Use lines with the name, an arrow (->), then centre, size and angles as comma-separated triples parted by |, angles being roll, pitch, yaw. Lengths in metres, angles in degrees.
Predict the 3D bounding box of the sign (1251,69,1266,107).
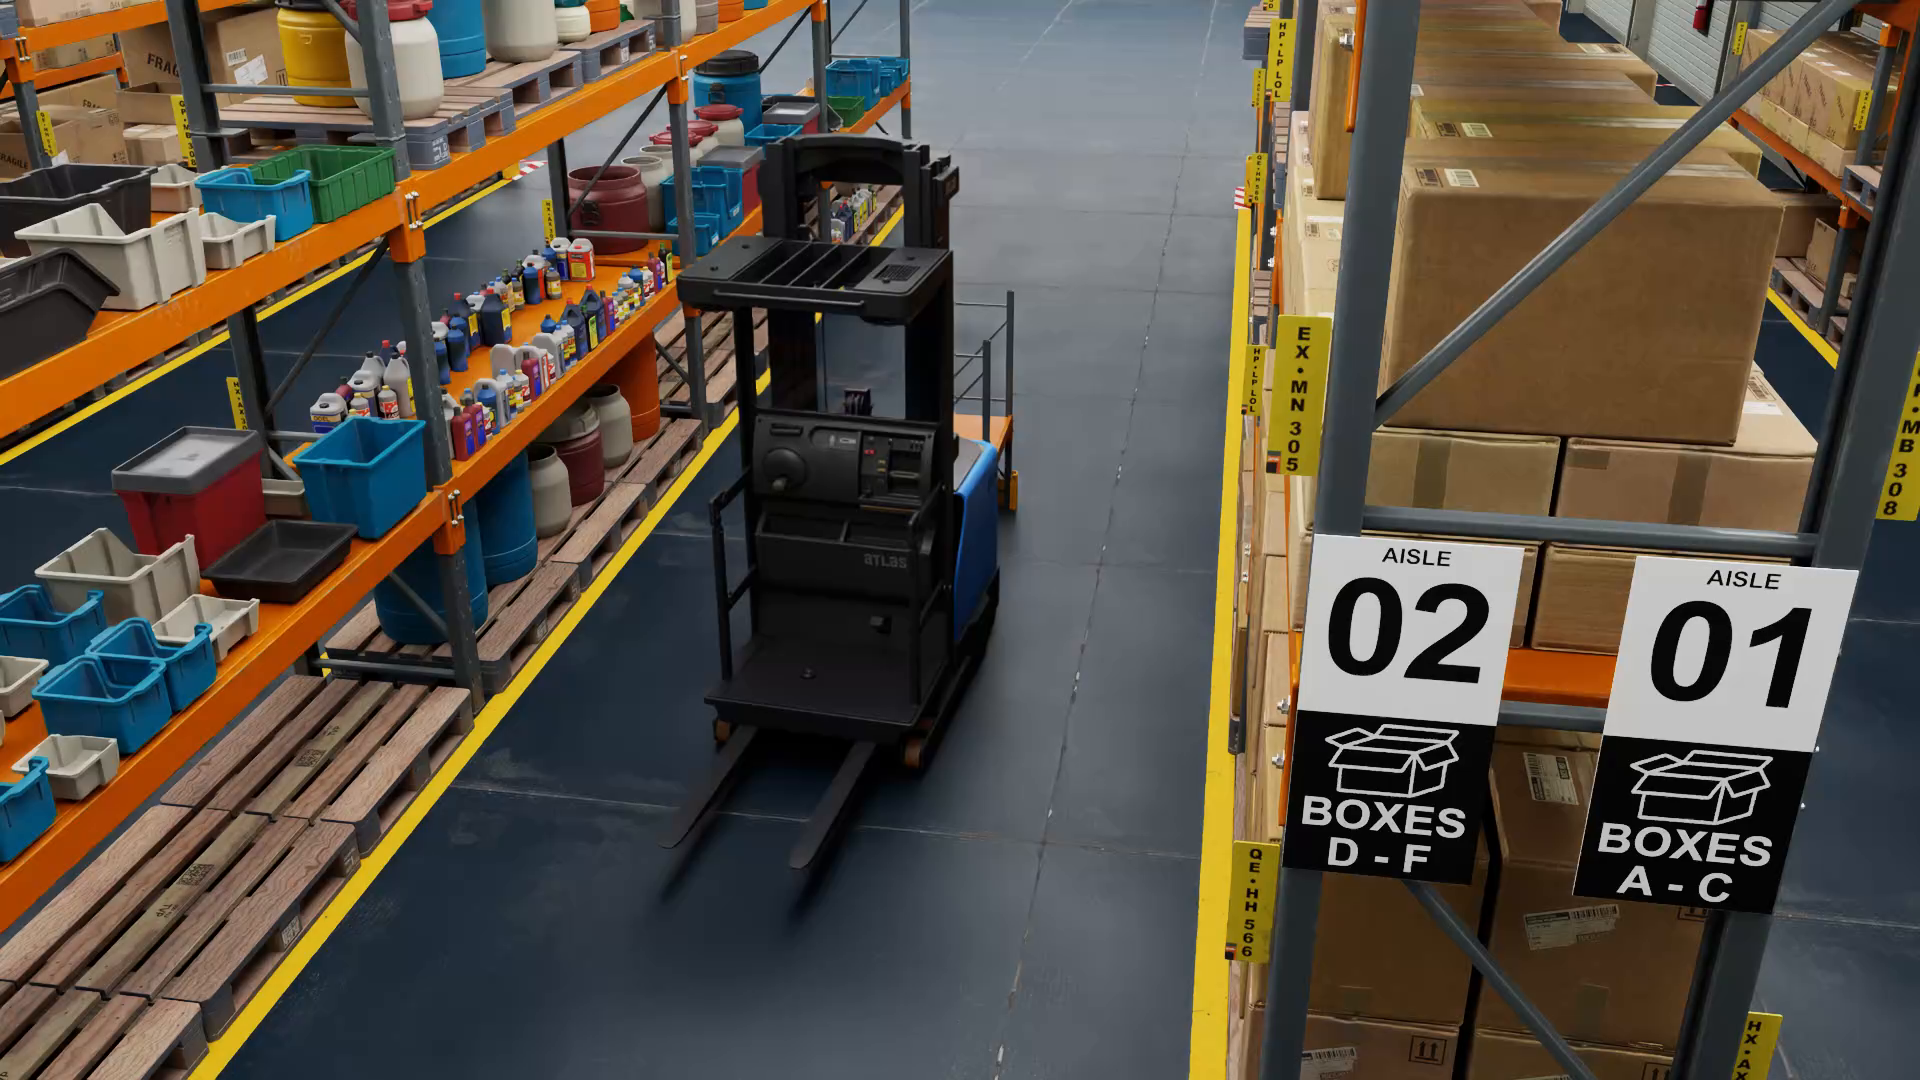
sign -> 2.612, -3.955, 14.546 | 0.100, 0.325, 0.005 | 4, 25, 9

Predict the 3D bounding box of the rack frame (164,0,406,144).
rack frame -> -3.034, -3.205, 6.983 | 1.000, 3.000, 0.127 | 4, 25, 9

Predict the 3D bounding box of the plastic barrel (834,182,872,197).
plastic barrel -> -1.187, -4.080, 18.368 | 0.421, 0.512, 0.421 | 0, 25, 0

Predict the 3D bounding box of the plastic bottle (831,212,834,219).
plastic bottle -> -1.327, -3.152, 16.552 | 0.144, 0.351, 0.185 | 4, 25, 9

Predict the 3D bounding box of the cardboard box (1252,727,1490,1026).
cardboard box -> 1.000, 0.826, 4.149 | 0.500, 0.500, 0.500 | 4, 25, 8

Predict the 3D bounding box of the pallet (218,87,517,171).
pallet -> -3.002, -2.096, 8.373 | 1.213, 0.211, 1.003 | 4, 25, 9

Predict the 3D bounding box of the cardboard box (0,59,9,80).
cardboard box -> -11.181, -5.464, 18.708 | 0.875, 0.550, 0.500 | 4, 25, 9

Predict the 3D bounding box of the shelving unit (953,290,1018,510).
shelving unit -> 0.012, -0.711, 10.500 | 0.587, 1.500, 1.083 | 4, 25, 9

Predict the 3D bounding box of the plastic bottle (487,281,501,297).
plastic bottle -> -2.967, -1.511, 10.592 | 0.097, 0.271, 0.097 | 0, 25, 0

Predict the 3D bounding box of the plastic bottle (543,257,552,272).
plastic bottle -> -2.832, -1.825, 11.345 | 0.097, 0.201, 0.097 | 0, 25, 0

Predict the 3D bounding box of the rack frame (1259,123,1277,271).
rack frame -> 2.506, -1.816, 11.092 | 1.000, 3.000, 0.127 | 4, 25, 9

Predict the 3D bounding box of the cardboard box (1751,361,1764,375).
cardboard box -> 1.628, -0.393, 4.100 | 0.500, 0.250, 0.500 | 4, 25, 9

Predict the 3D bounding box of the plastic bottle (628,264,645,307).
plastic bottle -> -2.132, -1.679, 10.951 | 0.097, 0.271, 0.097 | 0, 25, 0

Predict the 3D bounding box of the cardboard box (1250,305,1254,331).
cardboard box -> 2.512, -1.680, 12.887 | 0.500, 0.311, 0.500 | 4, 25, 8

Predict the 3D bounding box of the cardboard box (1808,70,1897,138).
cardboard box -> 7.896, -3.857, 14.720 | 0.500, 0.500, 0.500 | 4, 25, 8

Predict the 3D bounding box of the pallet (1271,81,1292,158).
pallet -> 2.195, -2.119, 8.421 | 1.213, 0.211, 1.003 | 4, 25, 9

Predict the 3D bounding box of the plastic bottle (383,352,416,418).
plastic bottle -> -3.064, -0.863, 9.113 | 0.144, 0.351, 0.185 | 4, 25, 9

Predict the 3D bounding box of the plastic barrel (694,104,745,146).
plastic barrel -> -2.099, -3.511, 14.551 | 0.433, 0.535, 0.433 | 0, 25, 0

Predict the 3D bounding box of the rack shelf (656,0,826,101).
rack shelf -> -2.053, -4.030, 13.132 | 1.077, 0.370, 4.000 | 4, 25, 9

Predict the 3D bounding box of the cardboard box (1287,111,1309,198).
cardboard box -> 1.528, -1.474, 6.410 | 0.500, 0.250, 0.500 | 4, 25, 9

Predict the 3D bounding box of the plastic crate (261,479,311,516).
plastic crate -> -3.251, -0.211, 7.903 | 0.396, 0.136, 0.243 | 4, 25, 9

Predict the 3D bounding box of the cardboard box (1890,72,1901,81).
cardboard box -> 8.419, -3.826, 14.655 | 0.500, 0.500, 0.500 | 4, 25, 8

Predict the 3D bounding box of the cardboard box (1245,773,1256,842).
cardboard box -> 1.172, 0.853, 5.272 | 0.500, 0.500, 0.500 | 4, 25, 9

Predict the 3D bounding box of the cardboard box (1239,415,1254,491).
cardboard box -> 2.070, -0.493, 10.696 | 0.500, 0.500, 0.500 | 3, 25, 7

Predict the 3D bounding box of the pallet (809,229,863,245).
pallet -> -1.576, -2.849, 16.588 | 1.003, 0.211, 1.213 | 4, 25, 9

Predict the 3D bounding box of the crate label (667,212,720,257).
crate label -> -1.941, -2.235, 12.185 | 0.303, 0.233, 0.416 | 4, 25, 9

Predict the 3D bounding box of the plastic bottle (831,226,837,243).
plastic bottle -> -1.242, -2.900, 16.107 | 0.097, 0.271, 0.097 | 0, 25, 0

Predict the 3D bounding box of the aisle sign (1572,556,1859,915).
aisle sign -> 1.477, 0.401, 3.288 | 0.394, 0.787, 0.004 | 4, 25, 9

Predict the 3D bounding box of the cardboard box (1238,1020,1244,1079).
cardboard box -> 1.229, 1.936, 5.800 | 0.500, 0.250, 0.500 | 4, 25, 9

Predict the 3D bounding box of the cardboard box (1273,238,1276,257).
cardboard box -> 2.380, -2.098, 11.990 | 0.380, 0.149, 0.250 | 4, 25, 9

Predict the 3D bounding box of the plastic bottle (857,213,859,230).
plastic bottle -> -1.085, -3.270, 16.980 | 0.097, 0.201, 0.097 | 0, 25, 0

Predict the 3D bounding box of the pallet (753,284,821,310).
pallet -> -1.816, -2.240, 15.286 | 1.003, 0.211, 1.213 | 4, 25, 9

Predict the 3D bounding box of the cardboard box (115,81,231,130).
cardboard box -> -6.805, -3.683, 14.462 | 0.797, 0.503, 0.637 | 7, 26, 14

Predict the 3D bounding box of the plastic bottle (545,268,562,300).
plastic bottle -> -2.719, -1.718, 11.117 | 0.097, 0.201, 0.097 | 0, 25, 0

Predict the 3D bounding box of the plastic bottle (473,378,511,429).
plastic bottle -> -2.523, -0.752, 8.965 | 0.152, 0.276, 0.135 | 4, 25, 9

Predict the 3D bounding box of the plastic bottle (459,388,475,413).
plastic bottle -> -2.649, -0.719, 8.982 | 0.097, 0.201, 0.097 | 0, 25, 0

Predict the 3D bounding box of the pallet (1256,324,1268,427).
pallet -> 2.193, -0.916, 9.394 | 1.003, 0.211, 1.213 | 4, 25, 9

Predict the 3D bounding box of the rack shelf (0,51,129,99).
rack shelf -> -11.163, -5.074, 18.900 | 1.077, 0.370, 4.000 | 4, 25, 9

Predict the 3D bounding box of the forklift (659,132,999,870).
forklift -> -0.632, -0.361, 8.064 | 1.130, 2.935, 3.031 | 6, 26, 13

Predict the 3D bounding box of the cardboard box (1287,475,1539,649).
cardboard box -> 1.022, 0.006, 3.838 | 0.500, 0.250, 0.500 | 4, 25, 9

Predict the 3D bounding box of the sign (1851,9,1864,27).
sign -> 9.245, -5.441, 17.098 | 0.100, 0.325, 0.005 | 4, 25, 9

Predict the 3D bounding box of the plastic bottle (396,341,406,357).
plastic bottle -> -3.146, -0.983, 9.458 | 0.152, 0.276, 0.135 | 4, 25, 9

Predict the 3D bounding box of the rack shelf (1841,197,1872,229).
rack shelf -> 7.721, -1.985, 12.302 | 1.077, 0.370, 4.000 | 4, 25, 9

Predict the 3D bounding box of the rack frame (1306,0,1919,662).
rack frame -> 1.199, -1.187, 2.672 | 1.000, 3.000, 0.127 | 4, 25, 9

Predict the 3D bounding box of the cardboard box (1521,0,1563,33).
cardboard box -> 1.811, -1.794, 6.209 | 0.700, 0.500, 0.500 | 4, 25, 9

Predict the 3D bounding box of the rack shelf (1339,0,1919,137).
rack shelf -> 1.525, -1.697, 4.612 | 1.077, 0.370, 4.000 | 4, 25, 9

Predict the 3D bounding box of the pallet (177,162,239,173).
pallet -> -6.983, -3.248, 14.377 | 1.003, 0.211, 1.213 | 4, 25, 9

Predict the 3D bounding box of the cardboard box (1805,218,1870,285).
cardboard box -> 8.178, -2.652, 15.306 | 0.500, 0.500, 0.500 | 2, 25, 5

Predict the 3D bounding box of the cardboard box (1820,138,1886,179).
cardboard box -> 7.826, -3.308, 14.432 | 0.500, 0.250, 0.500 | 4, 25, 9

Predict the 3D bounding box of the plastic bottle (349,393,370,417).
plastic bottle -> -3.215, -0.687, 8.914 | 0.097, 0.201, 0.097 | 0, 25, 0

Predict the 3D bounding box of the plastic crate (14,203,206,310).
plastic crate -> -3.021, -1.026, 6.004 | 0.437, 0.282, 0.530 | 4, 25, 9

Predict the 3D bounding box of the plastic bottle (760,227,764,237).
plastic bottle -> -1.973, -3.027, 16.364 | 0.061, 0.283, 0.133 | 5, 26, 11

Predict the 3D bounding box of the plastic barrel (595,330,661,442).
plastic barrel -> -2.443, -1.162, 11.760 | 0.600, 0.830, 0.708 | 4, 25, 9

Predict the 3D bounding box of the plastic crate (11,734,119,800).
plastic crate -> -3.077, 0.785, 5.776 | 0.250, 0.136, 0.298 | 4, 25, 9

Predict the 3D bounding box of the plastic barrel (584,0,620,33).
plastic barrel -> -2.476, -3.667, 10.506 | 0.600, 0.830, 0.708 | 4, 25, 9

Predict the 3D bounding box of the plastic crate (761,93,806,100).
plastic crate -> -1.813, -4.248, 16.463 | 0.499, 0.251, 0.616 | 4, 25, 9
